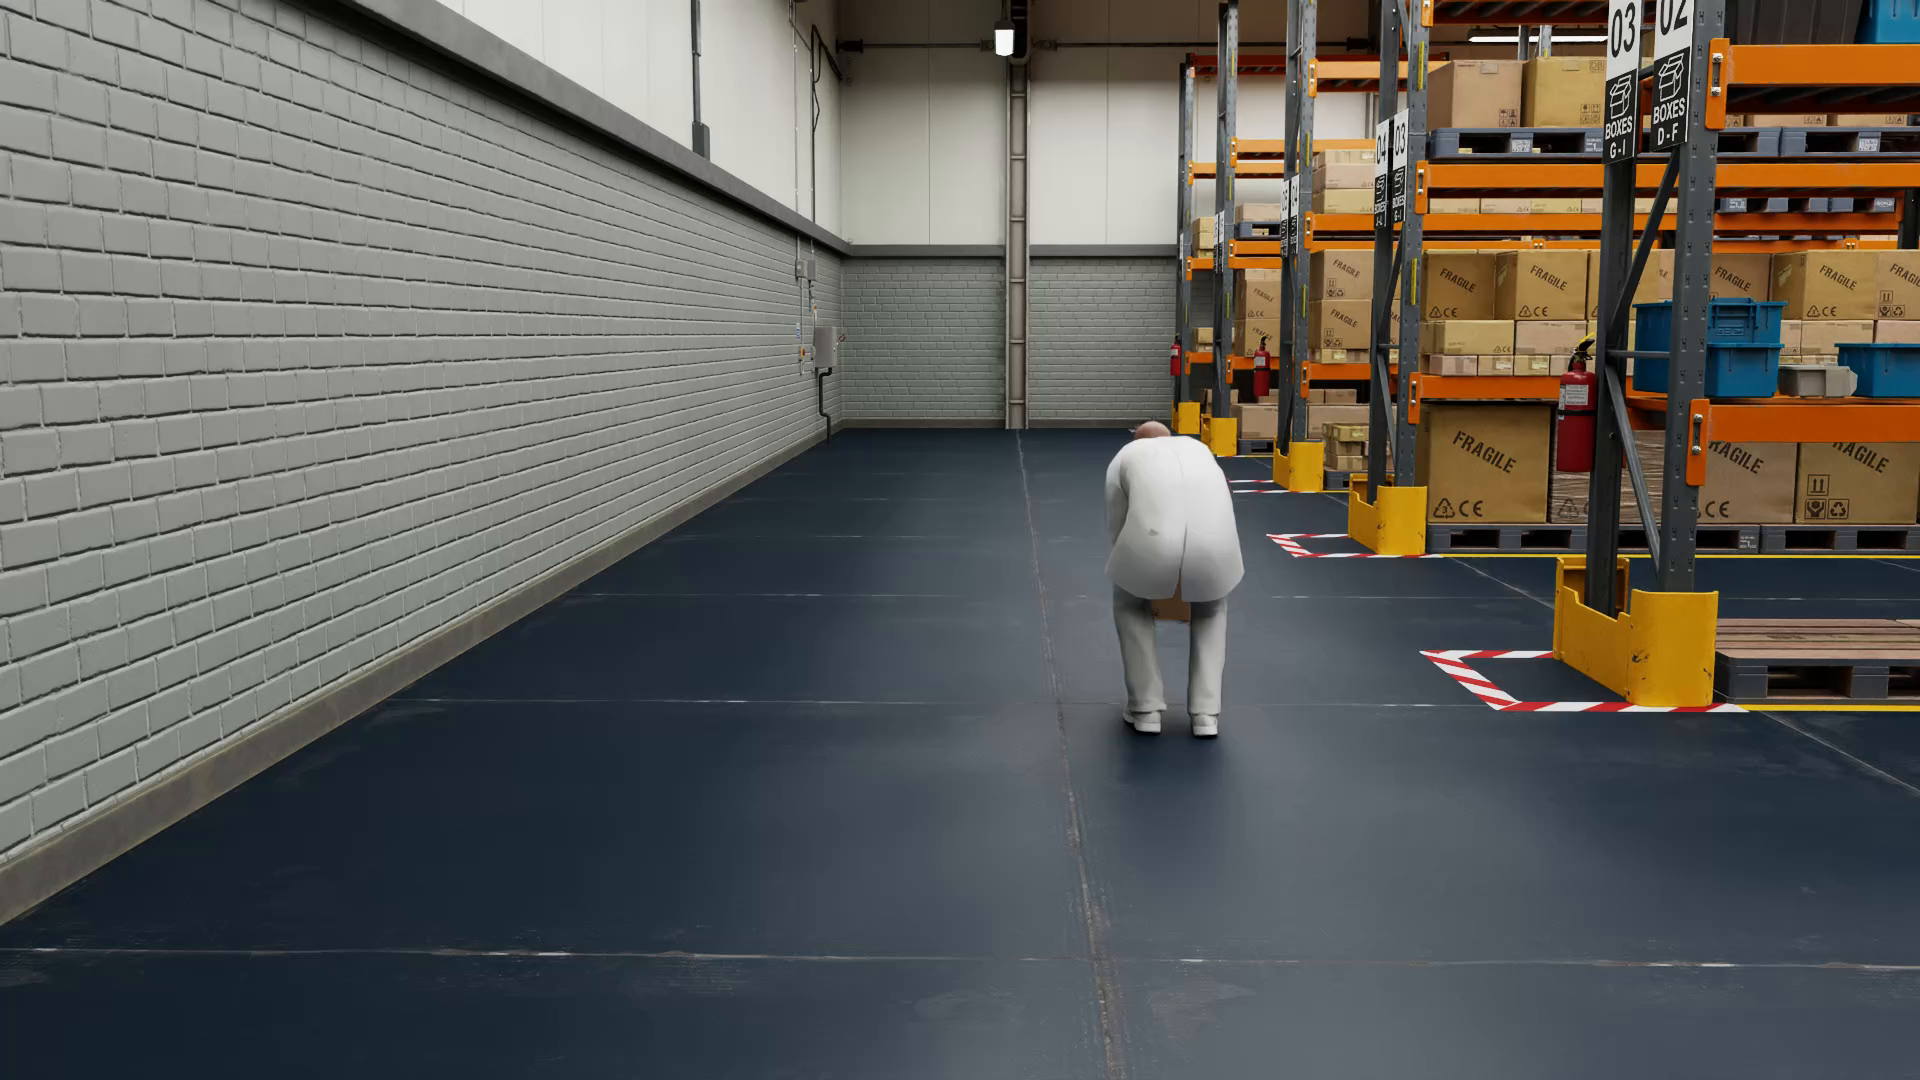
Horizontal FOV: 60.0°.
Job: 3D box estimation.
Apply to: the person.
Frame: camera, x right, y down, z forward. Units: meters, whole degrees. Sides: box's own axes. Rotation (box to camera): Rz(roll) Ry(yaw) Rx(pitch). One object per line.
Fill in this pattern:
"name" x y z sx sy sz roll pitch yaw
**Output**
"person" 0.866 0.140 6.917 0.568 1.232 0.922 0 7 -1
